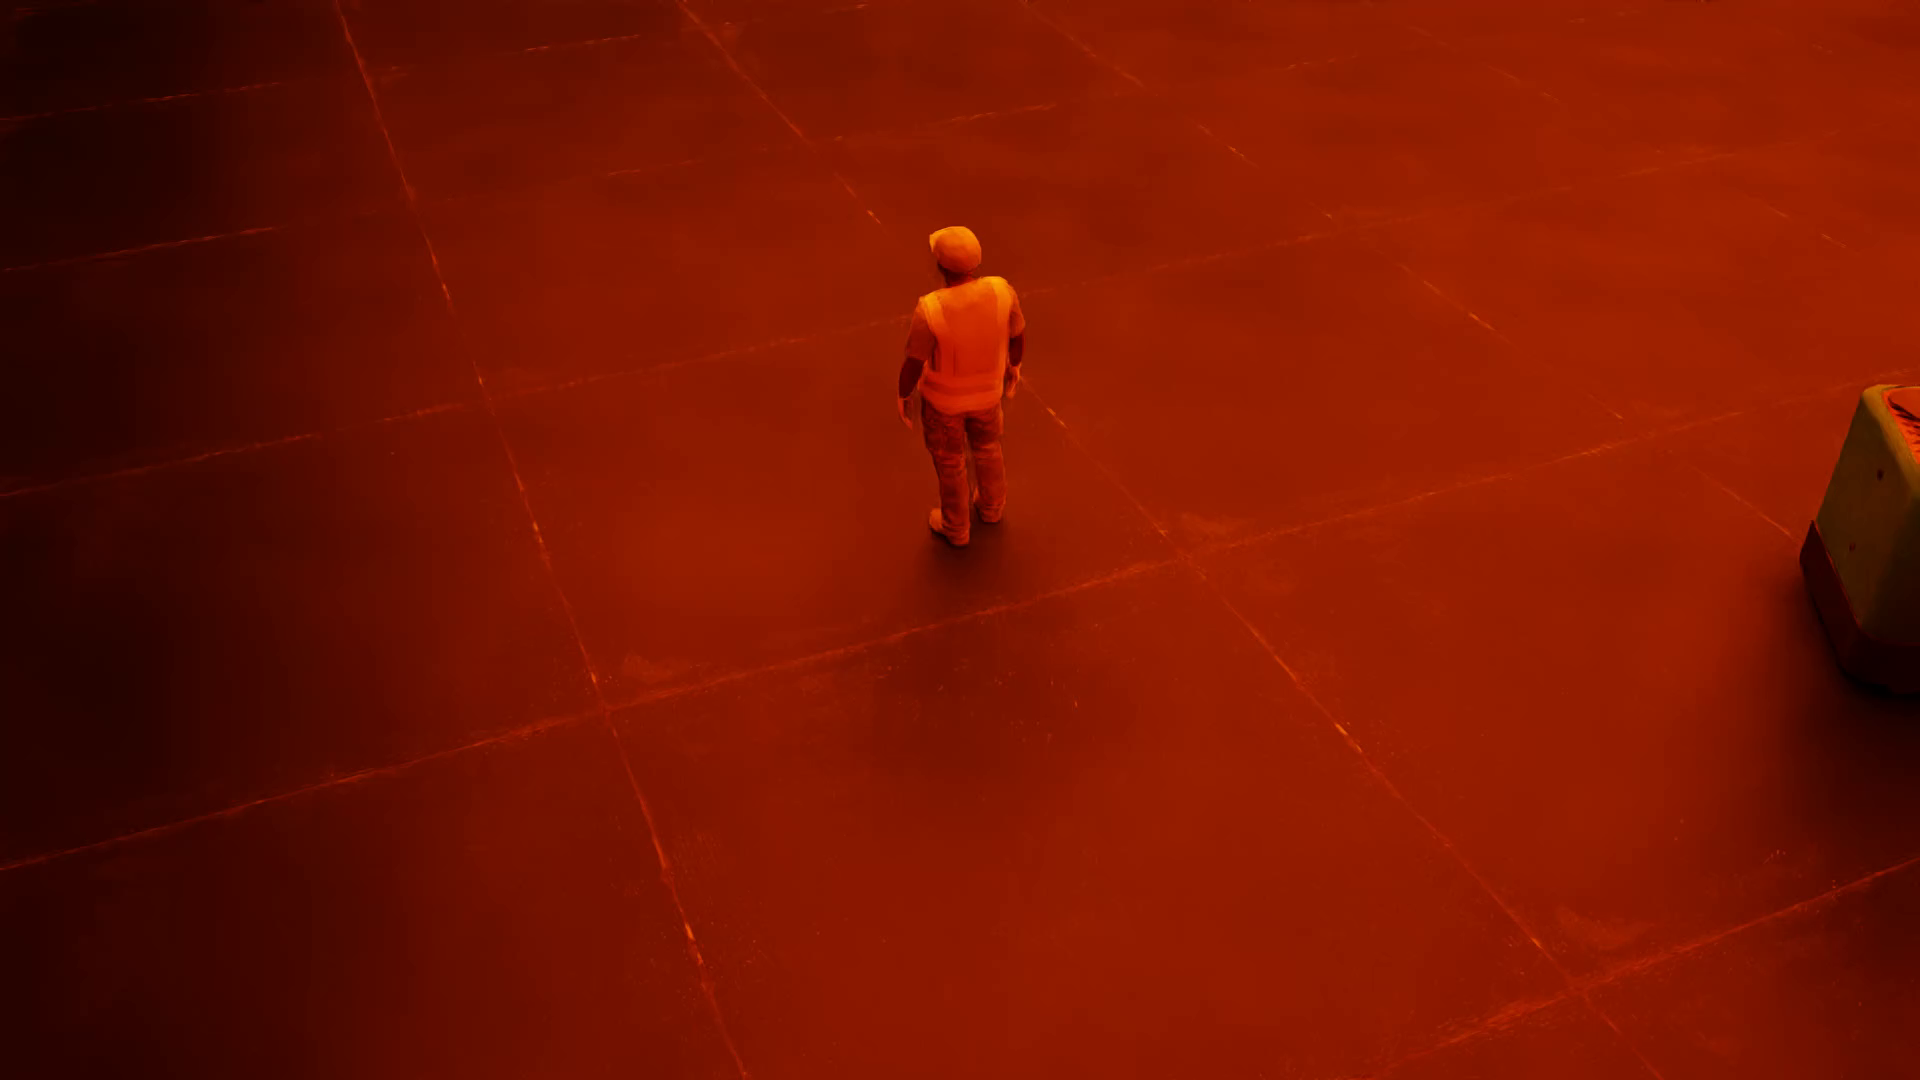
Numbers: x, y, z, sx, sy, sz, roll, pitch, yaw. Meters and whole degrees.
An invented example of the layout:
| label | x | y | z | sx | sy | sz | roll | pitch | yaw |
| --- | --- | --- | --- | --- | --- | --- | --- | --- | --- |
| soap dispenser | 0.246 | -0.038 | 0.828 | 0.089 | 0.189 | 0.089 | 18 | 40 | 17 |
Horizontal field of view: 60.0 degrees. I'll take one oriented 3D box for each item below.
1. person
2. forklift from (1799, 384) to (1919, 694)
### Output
| label | x | y | z | sx | sy | sz | roll | pitch | yaw |
| --- | --- | --- | --- | --- | --- | --- | --- | --- | --- |
| person | -0.021 | -0.771 | 8.165 | 0.655 | 1.777 | 0.576 | -14 | 38 | -19 |
| forklift | 5.639 | -0.641 | 7.001 | 3.031 | 2.935 | 1.130 | 6 | 36 | 8 |
